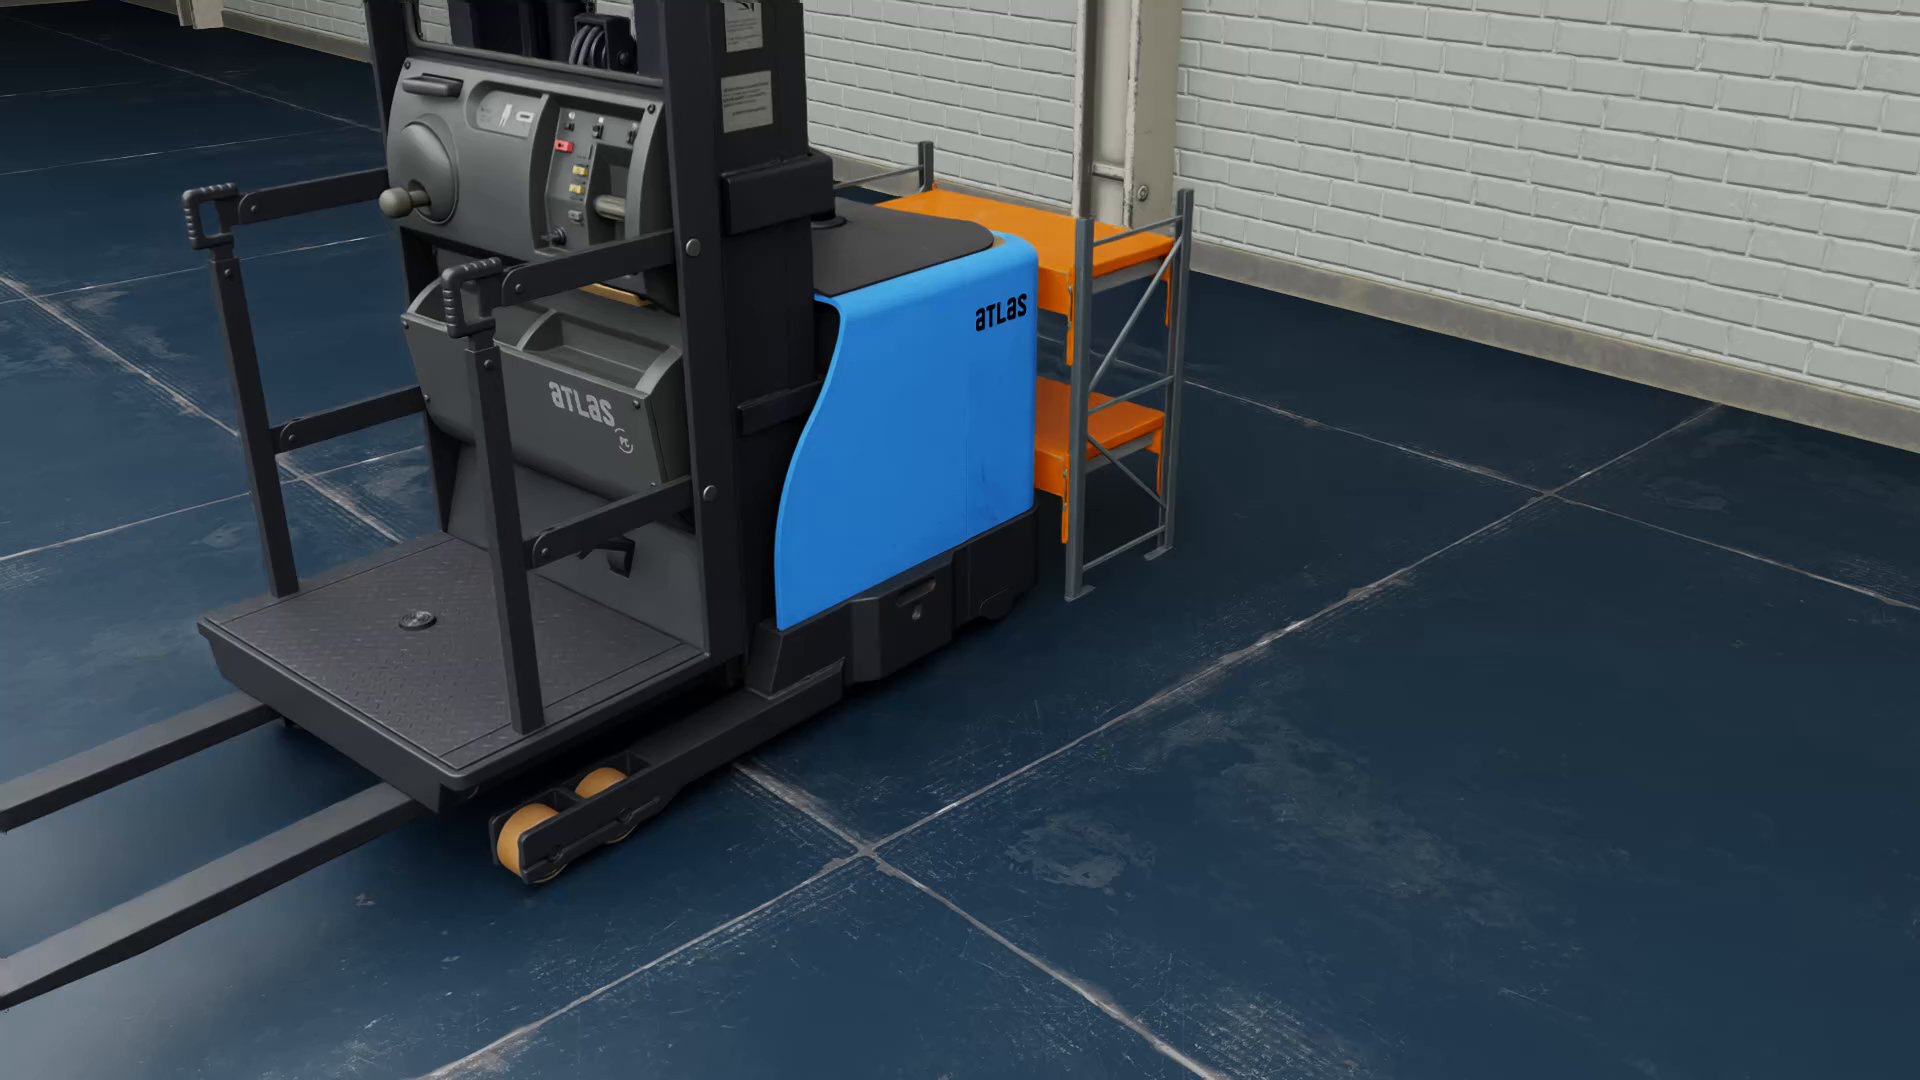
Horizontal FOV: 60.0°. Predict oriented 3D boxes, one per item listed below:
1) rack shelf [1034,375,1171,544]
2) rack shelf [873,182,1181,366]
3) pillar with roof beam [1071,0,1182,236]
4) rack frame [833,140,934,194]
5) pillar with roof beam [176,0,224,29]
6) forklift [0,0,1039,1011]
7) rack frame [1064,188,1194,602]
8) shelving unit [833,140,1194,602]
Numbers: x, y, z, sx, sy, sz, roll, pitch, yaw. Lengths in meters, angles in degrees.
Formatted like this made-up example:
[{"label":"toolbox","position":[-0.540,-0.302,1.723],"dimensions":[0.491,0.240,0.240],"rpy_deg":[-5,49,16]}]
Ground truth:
[{"label":"rack shelf","position":[0.110,-0.332,5.212],"dimensions":[1.000,0.278,0.538],"rpy_deg":[21,32,38]},{"label":"rack shelf","position":[0.111,-0.821,4.989],"dimensions":[1.000,0.278,0.538],"rpy_deg":[21,32,38]},{"label":"pillar with roof beam","position":[-2.348,-4.272,3.773],"dimensions":[9.100,9.000,0.400],"rpy_deg":[-21,32,-38]},{"label":"rack frame","position":[-0.264,-0.697,5.423],"dimensions":[0.032,1.125,0.500],"rpy_deg":[21,32,38]},{"label":"pillar with roof beam","position":[-10.550,-7.908,11.742],"dimensions":[9.100,9.000,0.400],"rpy_deg":[-21,32,-38]},{"label":"forklift","position":[-1.114,-0.825,3.527],"dimensions":[1.130,2.935,3.031],"rpy_deg":[20,31,36]},{"label":"rack frame","position":[0.485,-0.412,4.799],"dimensions":[0.032,1.125,0.500],"rpy_deg":[21,32,38]},{"label":"shelving unit","position":[0.111,-0.555,5.111],"dimensions":[1.048,1.125,0.538],"rpy_deg":[21,32,38]}]
